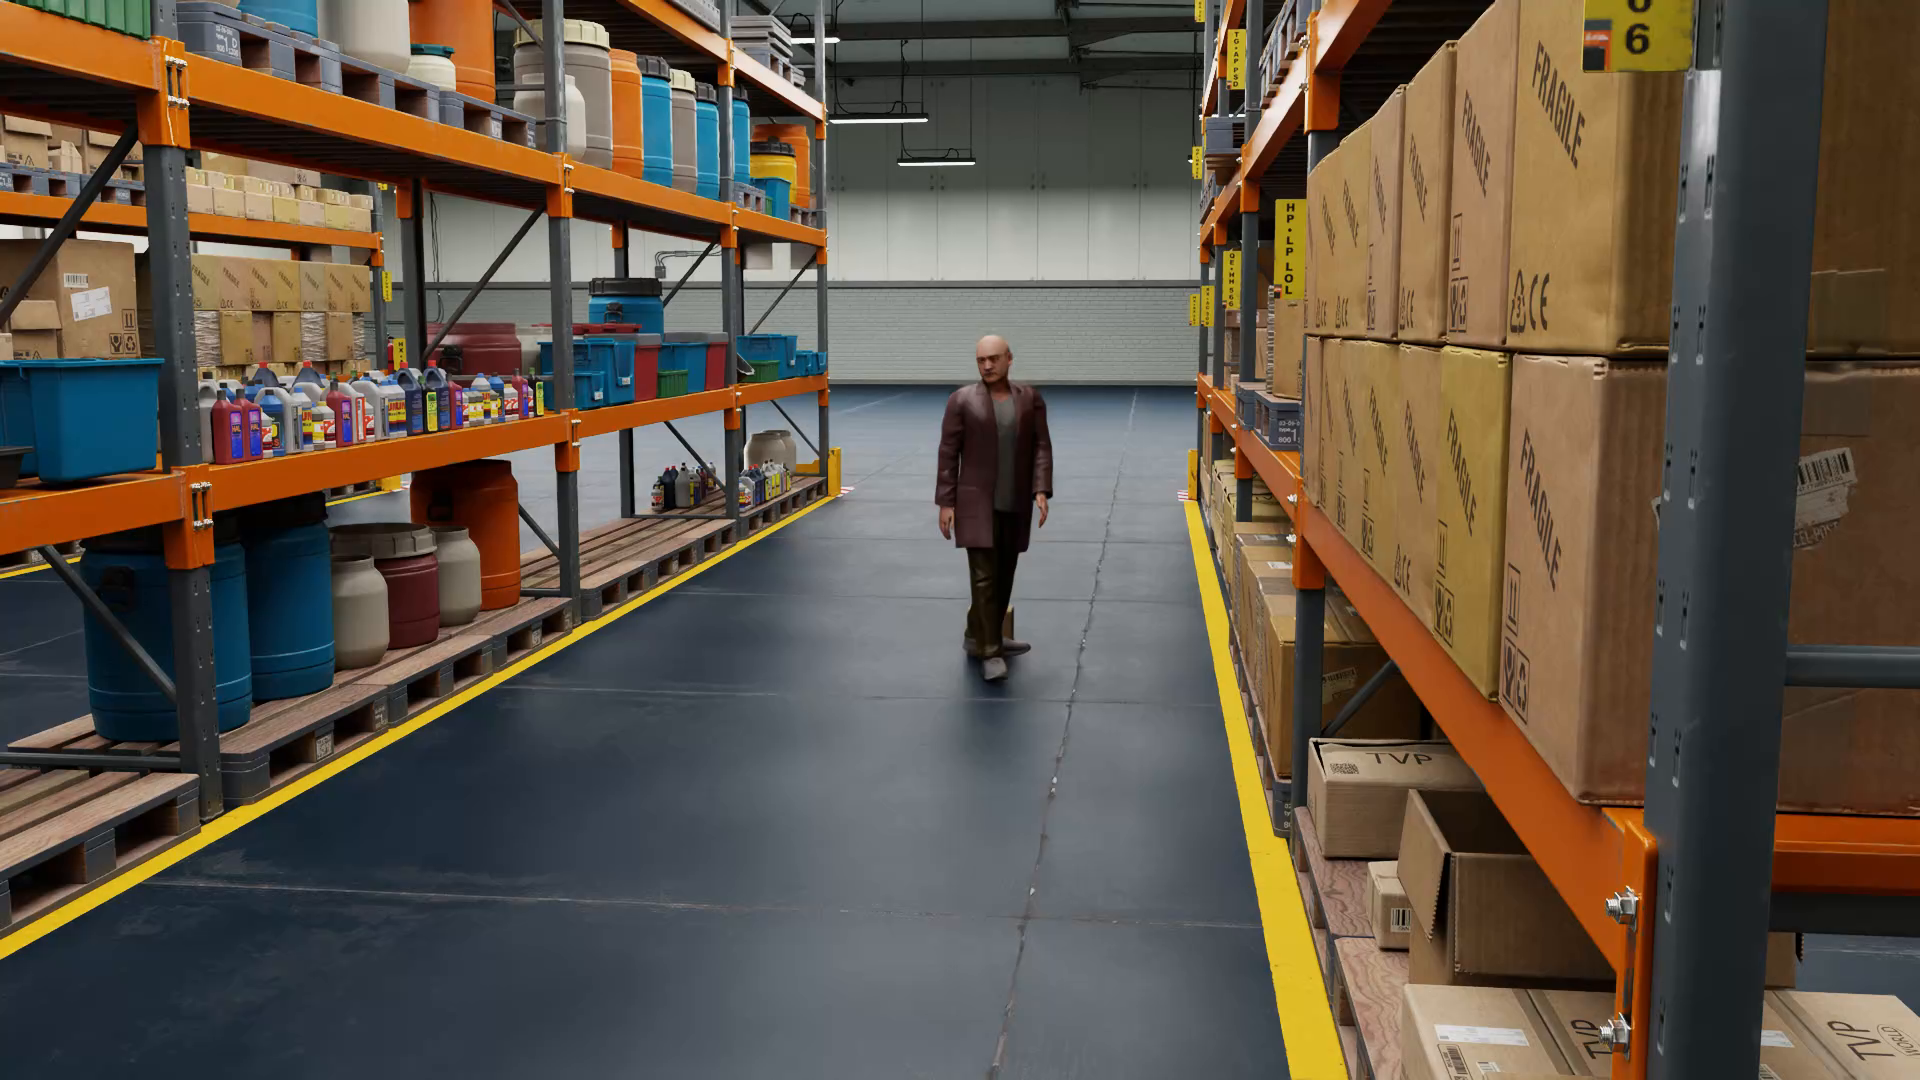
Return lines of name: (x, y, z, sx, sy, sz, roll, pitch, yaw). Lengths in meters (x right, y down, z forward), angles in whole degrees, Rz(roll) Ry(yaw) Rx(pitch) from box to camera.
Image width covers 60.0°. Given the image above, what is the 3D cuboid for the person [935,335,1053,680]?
person: (0.176, -0.184, 8.714, 0.599, 1.770, 0.777, -3, 8, -22)
